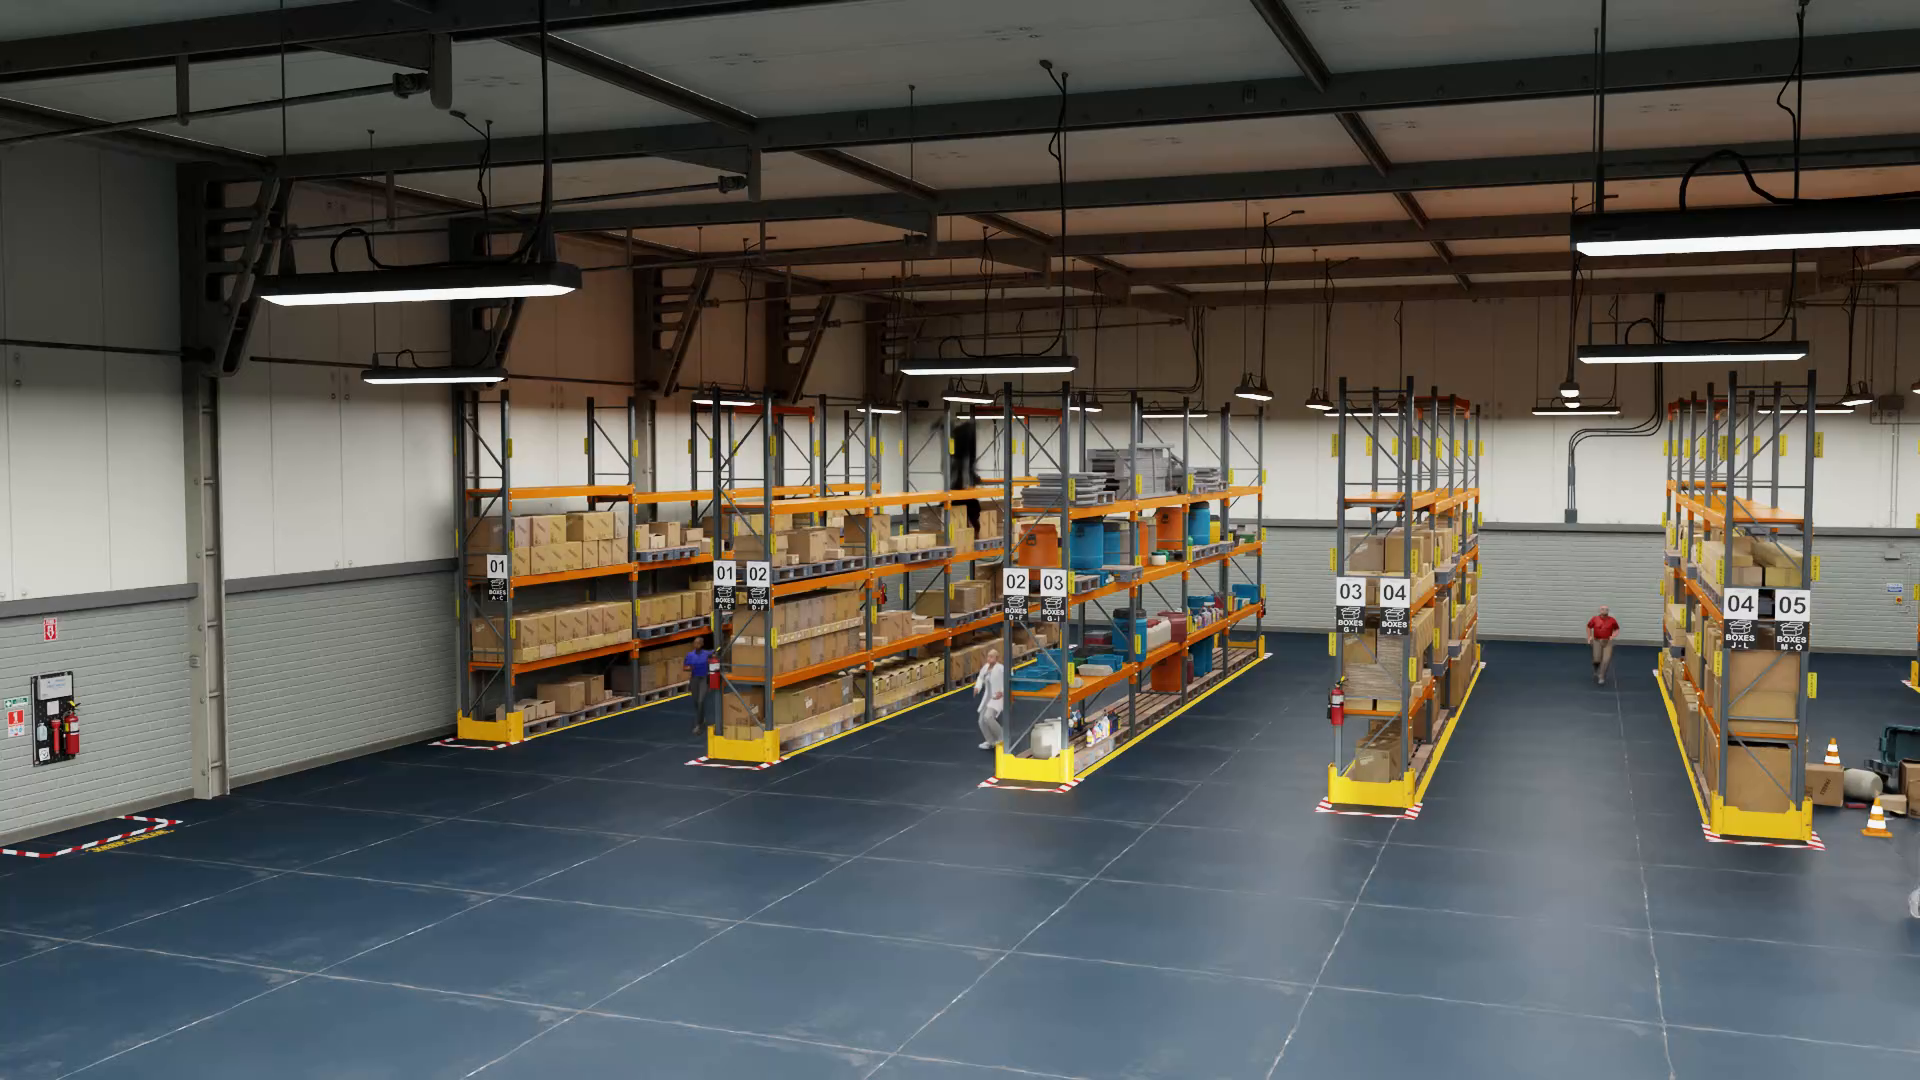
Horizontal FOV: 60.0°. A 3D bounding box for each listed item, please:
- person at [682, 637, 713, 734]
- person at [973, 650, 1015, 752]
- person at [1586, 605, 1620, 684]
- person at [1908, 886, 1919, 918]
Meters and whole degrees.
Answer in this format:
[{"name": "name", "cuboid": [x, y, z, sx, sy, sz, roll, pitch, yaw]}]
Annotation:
[{"name": "person", "cuboid": [-4.595, 2.540, 29.370, 0.566, 1.647, 0.929, 0, 3, 7]}, {"name": "person", "cuboid": [0.577, 2.644, 27.437, 0.810, 1.689, 0.695, 3, 4, 42]}, {"name": "person", "cuboid": [13.693, 2.222, 35.408, 0.665, 1.685, 0.605, 1, 3, 18]}, {"name": "person", "cuboid": [10.267, 3.295, 17.181, 0.649, 1.627, 1.034, -1, 3, -14]}]
